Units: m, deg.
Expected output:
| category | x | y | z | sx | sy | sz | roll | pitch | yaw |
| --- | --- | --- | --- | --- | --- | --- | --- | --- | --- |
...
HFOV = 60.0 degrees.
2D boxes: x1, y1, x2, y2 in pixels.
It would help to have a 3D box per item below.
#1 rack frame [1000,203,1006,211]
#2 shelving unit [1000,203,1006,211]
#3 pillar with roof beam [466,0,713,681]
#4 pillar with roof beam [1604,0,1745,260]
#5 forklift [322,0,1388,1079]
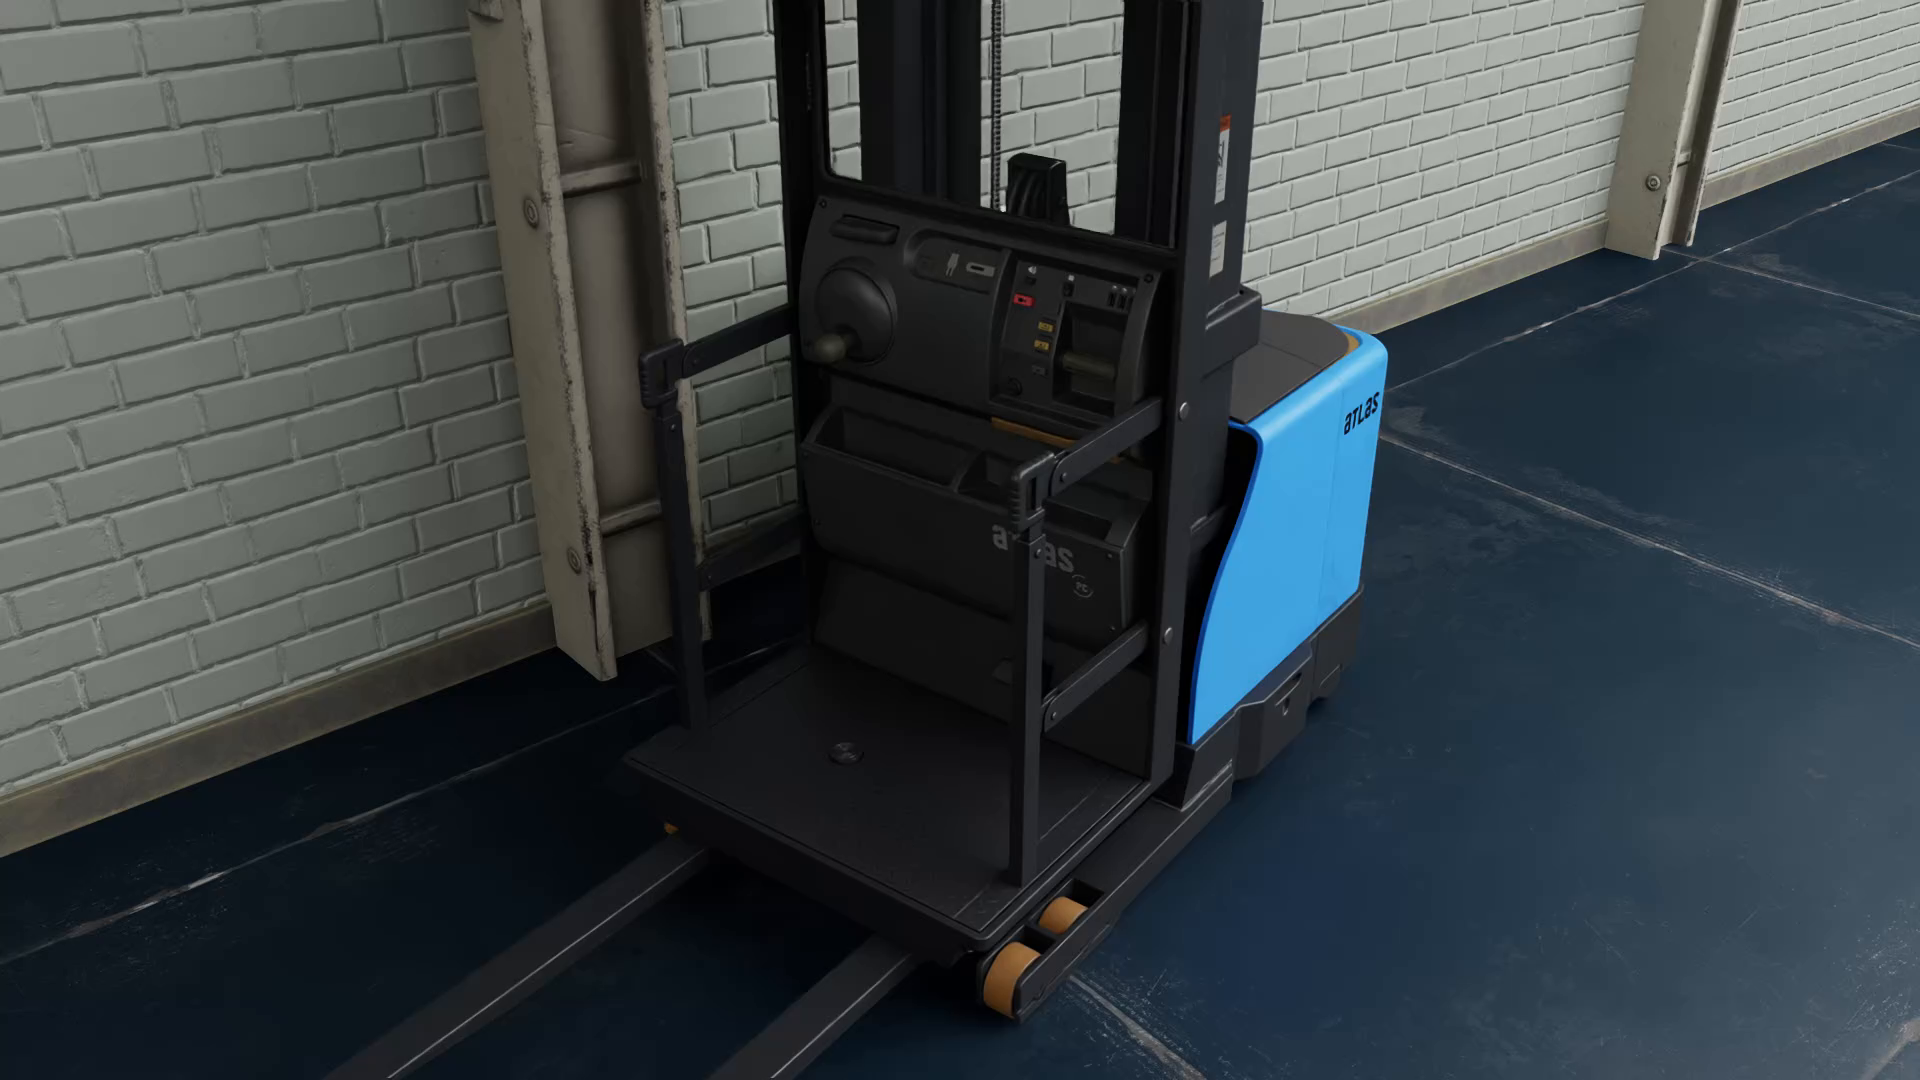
| category | x | y | z | sx | sy | sz | roll | pitch | yaw |
| --- | --- | --- | --- | --- | --- | --- | --- | --- | --- |
| rack frame | 0.060 | -0.553 | 5.512 | 0.015 | 1.200 | 0.240 | -22 | 35 | -35 |
| shelving unit | -0.126 | -0.479 | 5.372 | 0.503 | 1.200 | 0.258 | -22 | 35 | -35 |
| pillar with roof beam | 1.777 | -2.117 | 0.164 | 0.400 | 9.000 | 9.100 | -22 | 35 | -35 |
| pillar with roof beam | 6.342 | -3.953 | 3.599 | 0.400 | 9.000 | 9.100 | -22 | 35 | -35 |
| forklift | -0.104 | -0.479 | 3.536 | 1.130 | 2.935 | 3.031 | 19 | 34 | 32 |
